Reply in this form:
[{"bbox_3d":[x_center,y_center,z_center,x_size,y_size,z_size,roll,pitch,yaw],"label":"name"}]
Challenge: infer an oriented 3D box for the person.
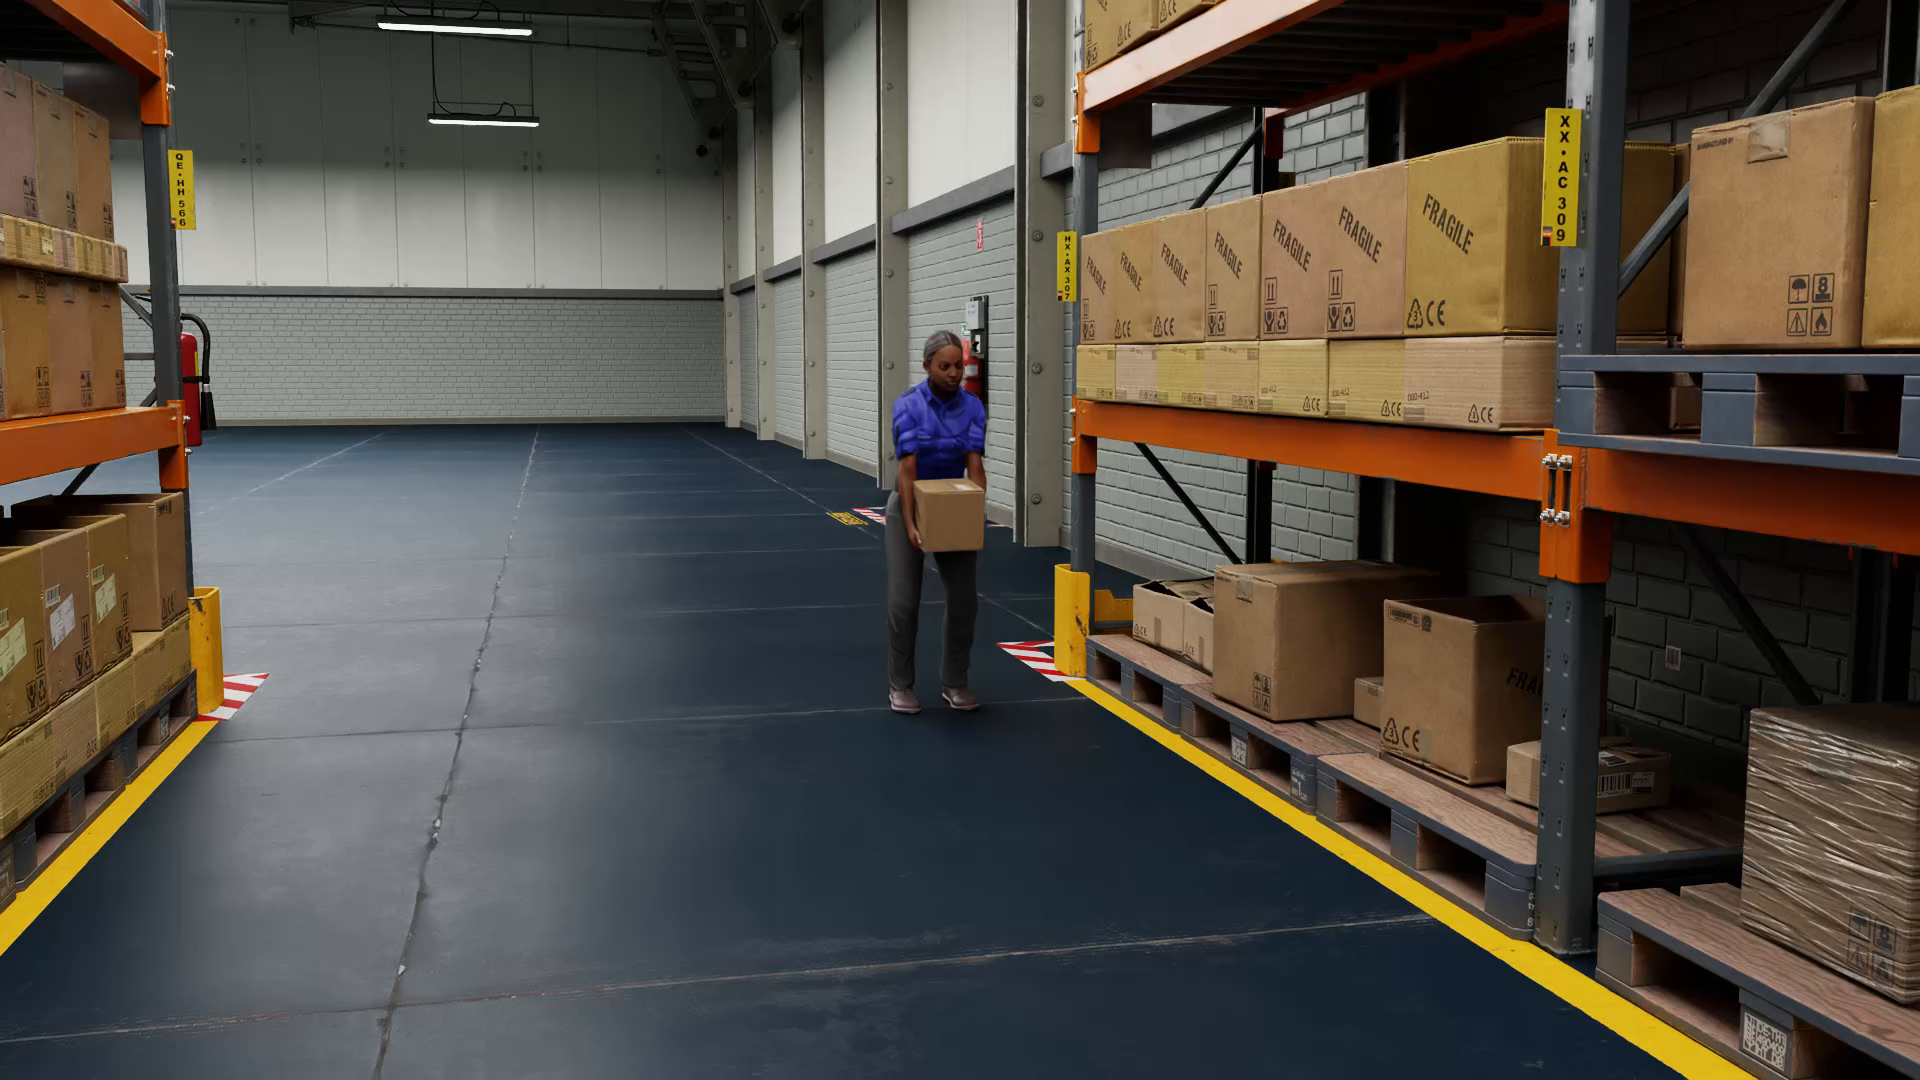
[{"bbox_3d":[-0.093,-0.023,7.054,0.412,1.529,0.552,-2,6,-15],"label":"person"}]
